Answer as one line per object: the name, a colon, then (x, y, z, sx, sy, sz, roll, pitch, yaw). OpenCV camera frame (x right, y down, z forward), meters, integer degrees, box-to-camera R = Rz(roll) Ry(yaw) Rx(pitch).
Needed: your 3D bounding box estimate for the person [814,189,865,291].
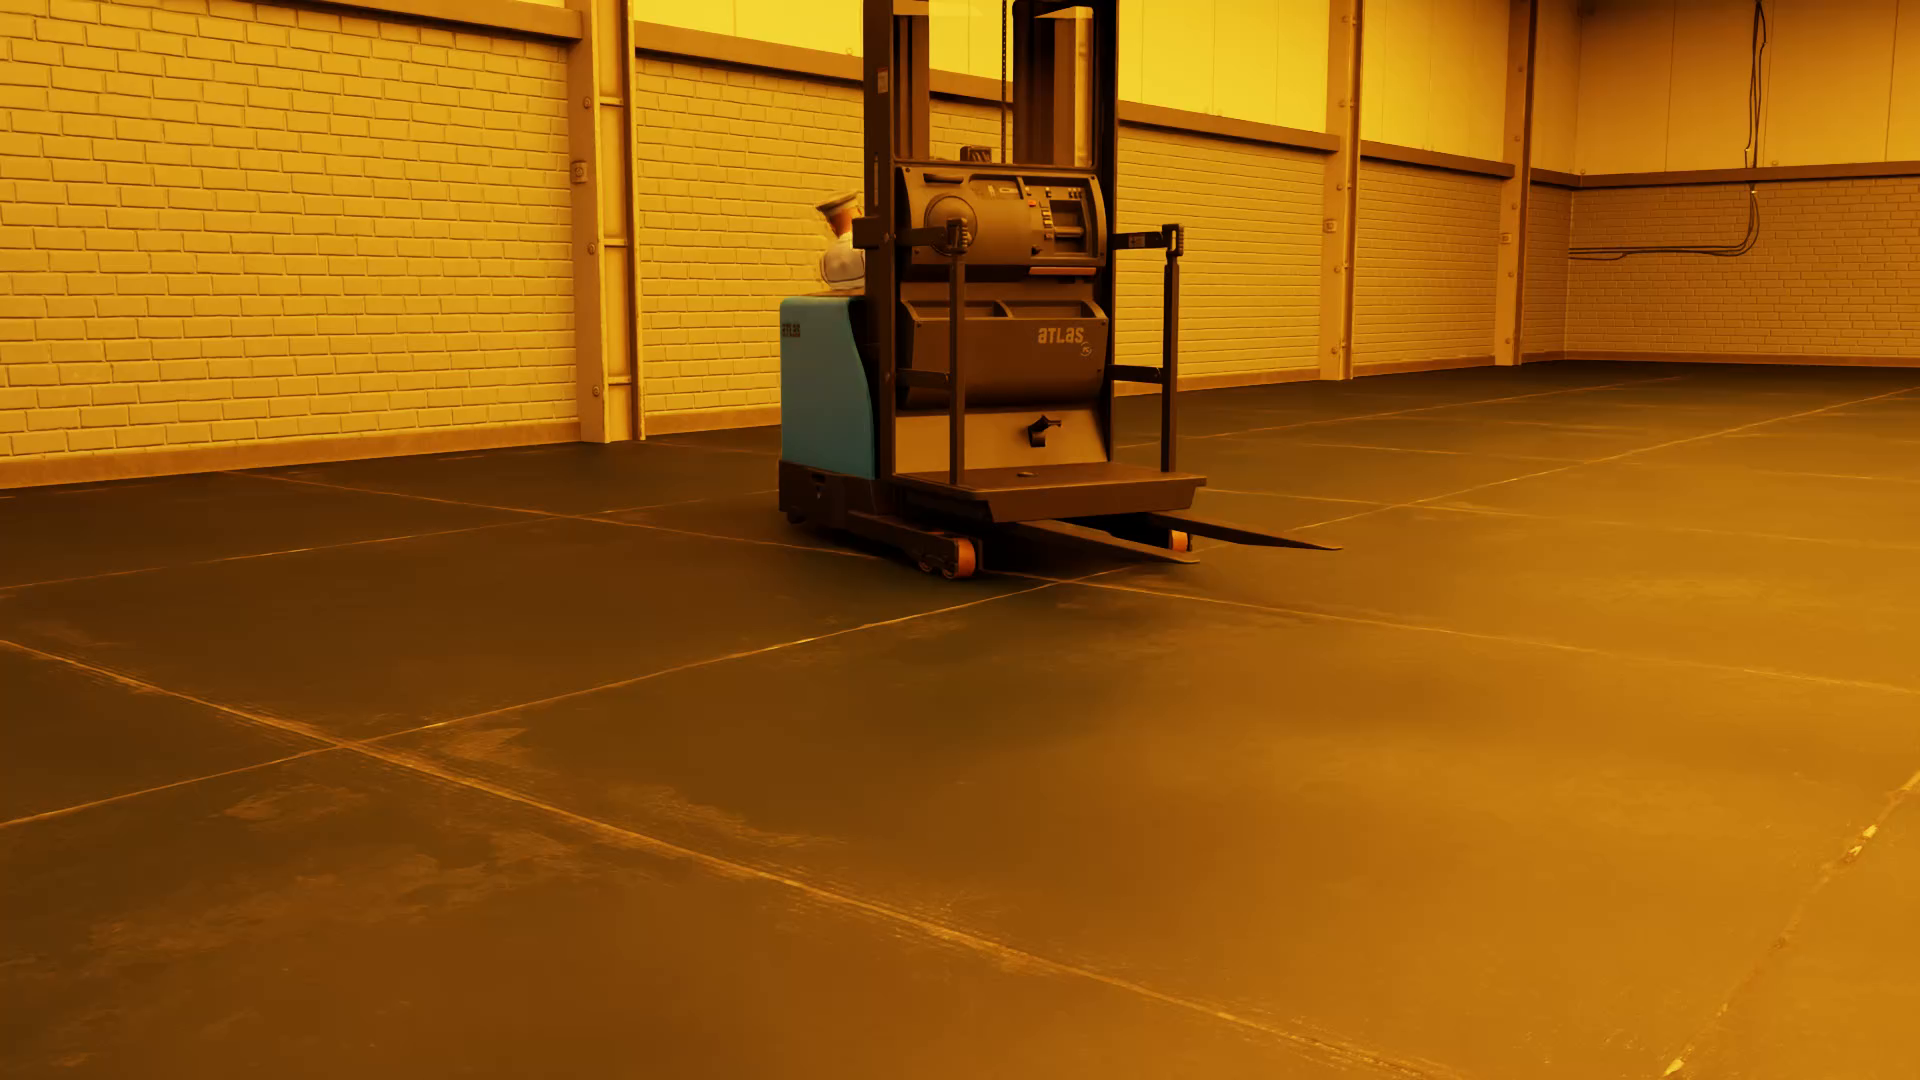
person: (-0.291, -0.998, 8.664, 0.868, 1.628, 0.895, 4, 9, 27)

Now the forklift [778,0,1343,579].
forklift: (0.294, -1.373, 6.664, 1.130, 2.935, 3.031, -5, 9, -28)
